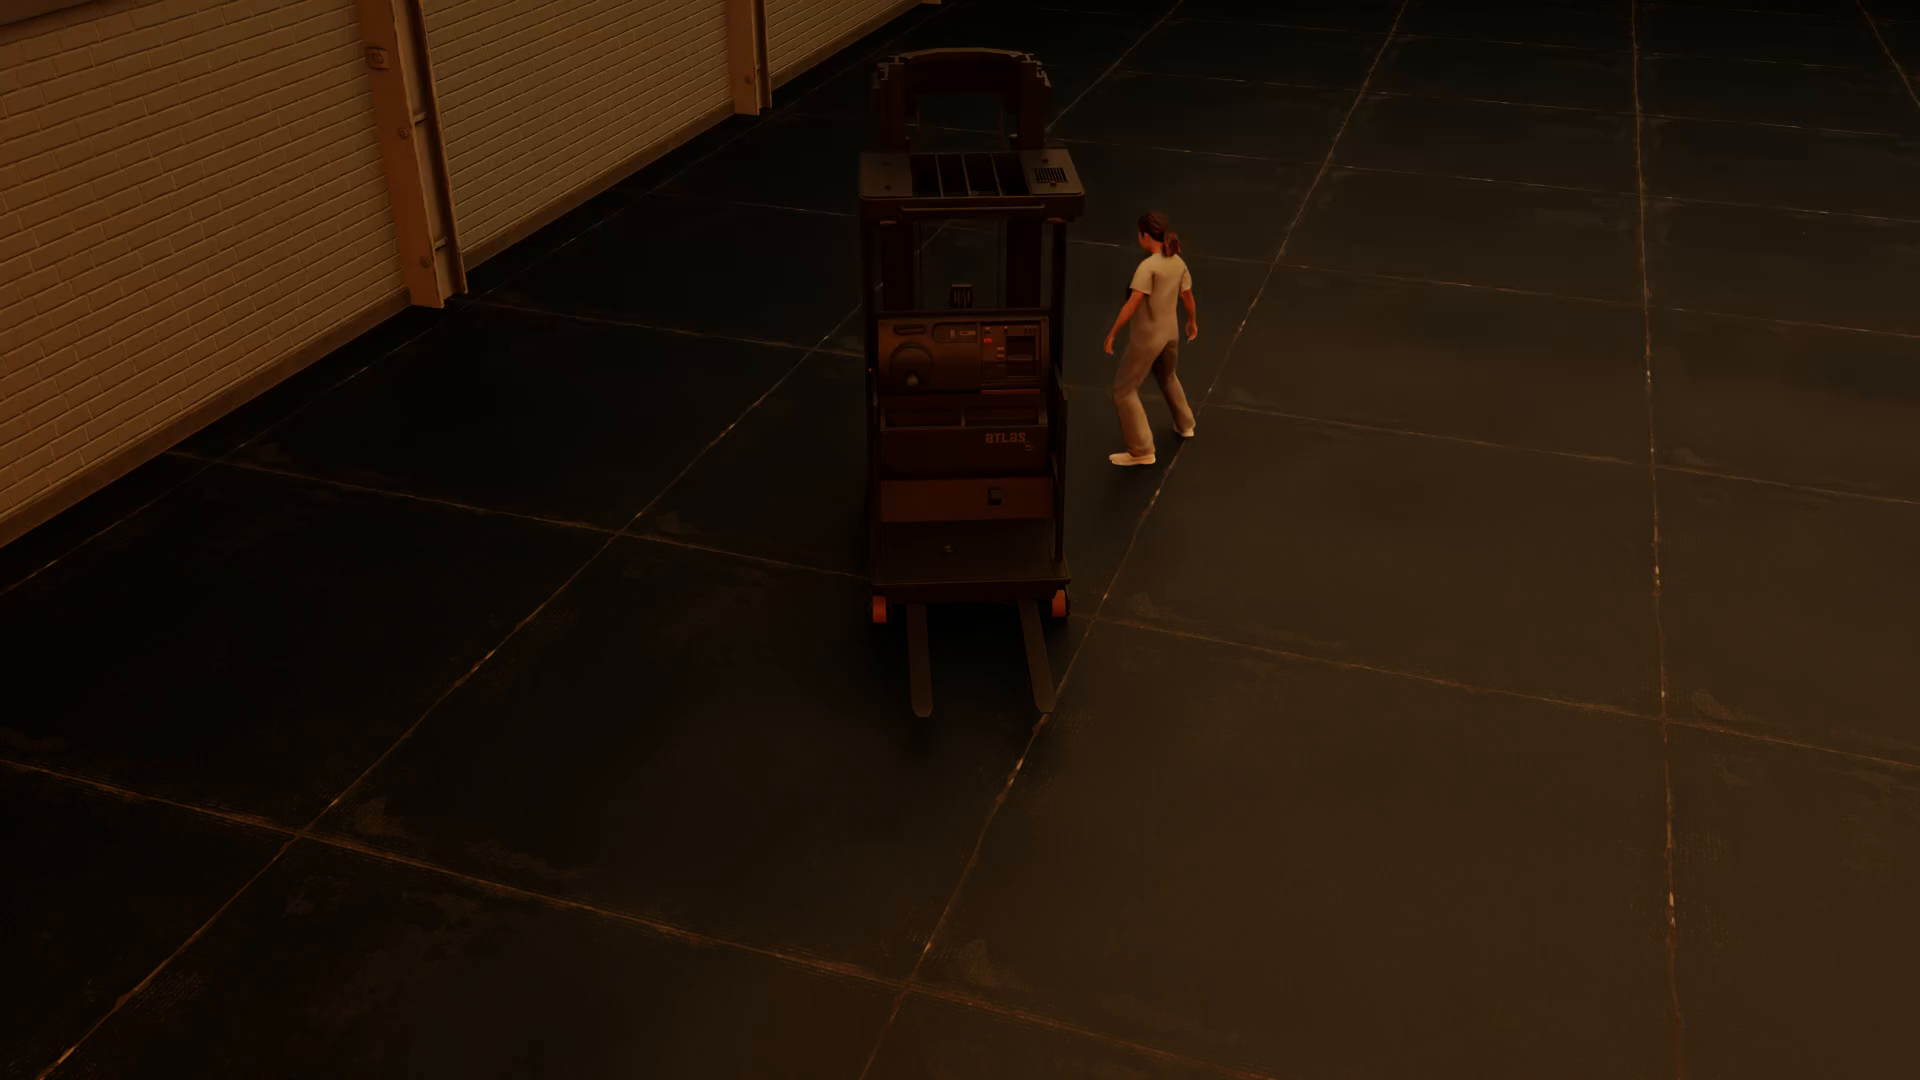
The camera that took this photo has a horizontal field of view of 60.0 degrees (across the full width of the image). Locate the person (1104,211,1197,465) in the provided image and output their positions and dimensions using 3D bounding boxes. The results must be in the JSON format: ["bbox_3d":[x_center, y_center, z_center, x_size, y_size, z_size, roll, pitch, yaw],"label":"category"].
[{"bbox_3d":[1.263,-1.319,10.805,0.400,1.633,0.895,24,38,36],"label":"person"}]

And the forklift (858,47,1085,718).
[{"bbox_3d":[0.035,-0.972,8.842,1.130,2.935,3.031,-2,30,-3],"label":"forklift"}]
